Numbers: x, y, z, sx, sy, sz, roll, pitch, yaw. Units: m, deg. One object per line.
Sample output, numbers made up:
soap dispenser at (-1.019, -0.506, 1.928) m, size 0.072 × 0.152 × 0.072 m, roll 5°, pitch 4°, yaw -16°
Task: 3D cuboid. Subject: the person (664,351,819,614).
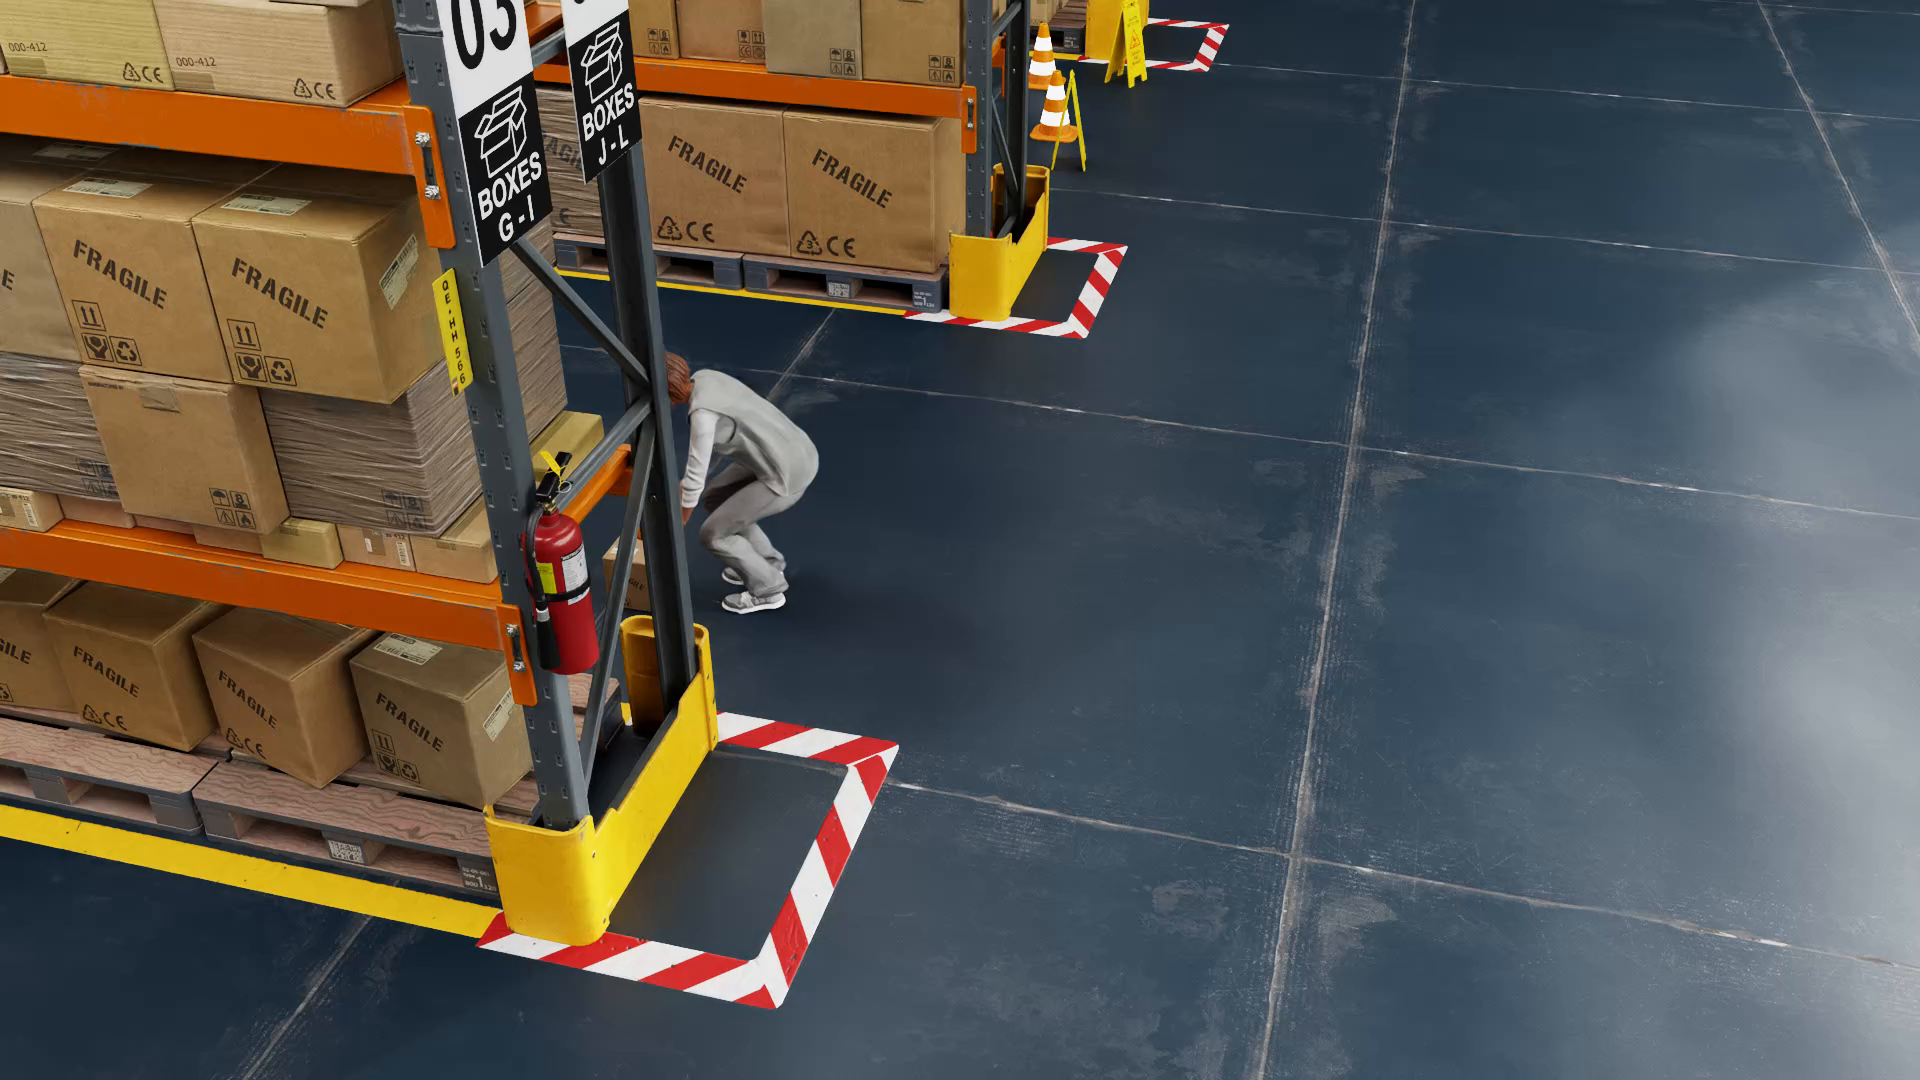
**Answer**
person at (-0.940, -0.242, 6.896) m, size 0.713 × 1.186 × 0.461 m, roll -1°, pitch 33°, yaw -1°
